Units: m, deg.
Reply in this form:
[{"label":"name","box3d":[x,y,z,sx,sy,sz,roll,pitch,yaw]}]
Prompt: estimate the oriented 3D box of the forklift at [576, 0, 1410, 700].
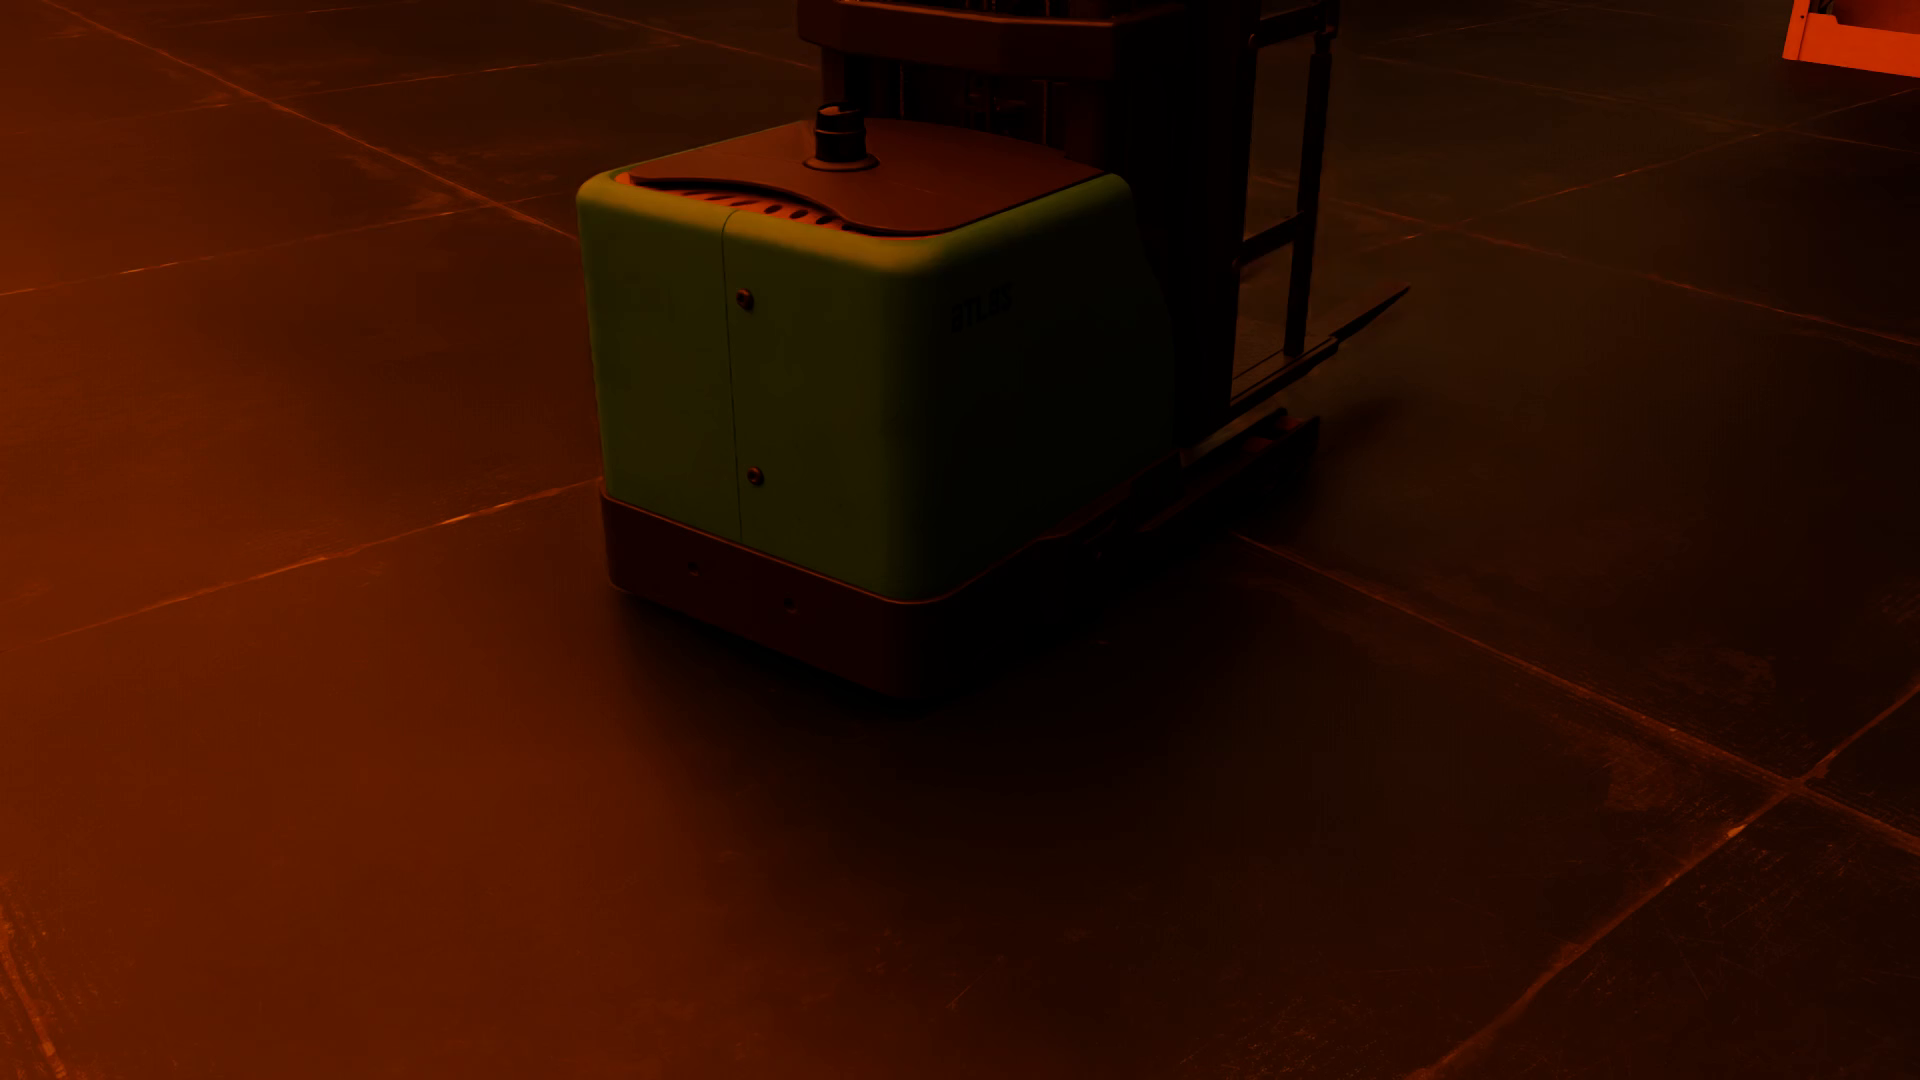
[{"label":"forklift","box3d":[0.401,-1.559,4.345,1.130,2.935,3.031,18,32,32]}]
